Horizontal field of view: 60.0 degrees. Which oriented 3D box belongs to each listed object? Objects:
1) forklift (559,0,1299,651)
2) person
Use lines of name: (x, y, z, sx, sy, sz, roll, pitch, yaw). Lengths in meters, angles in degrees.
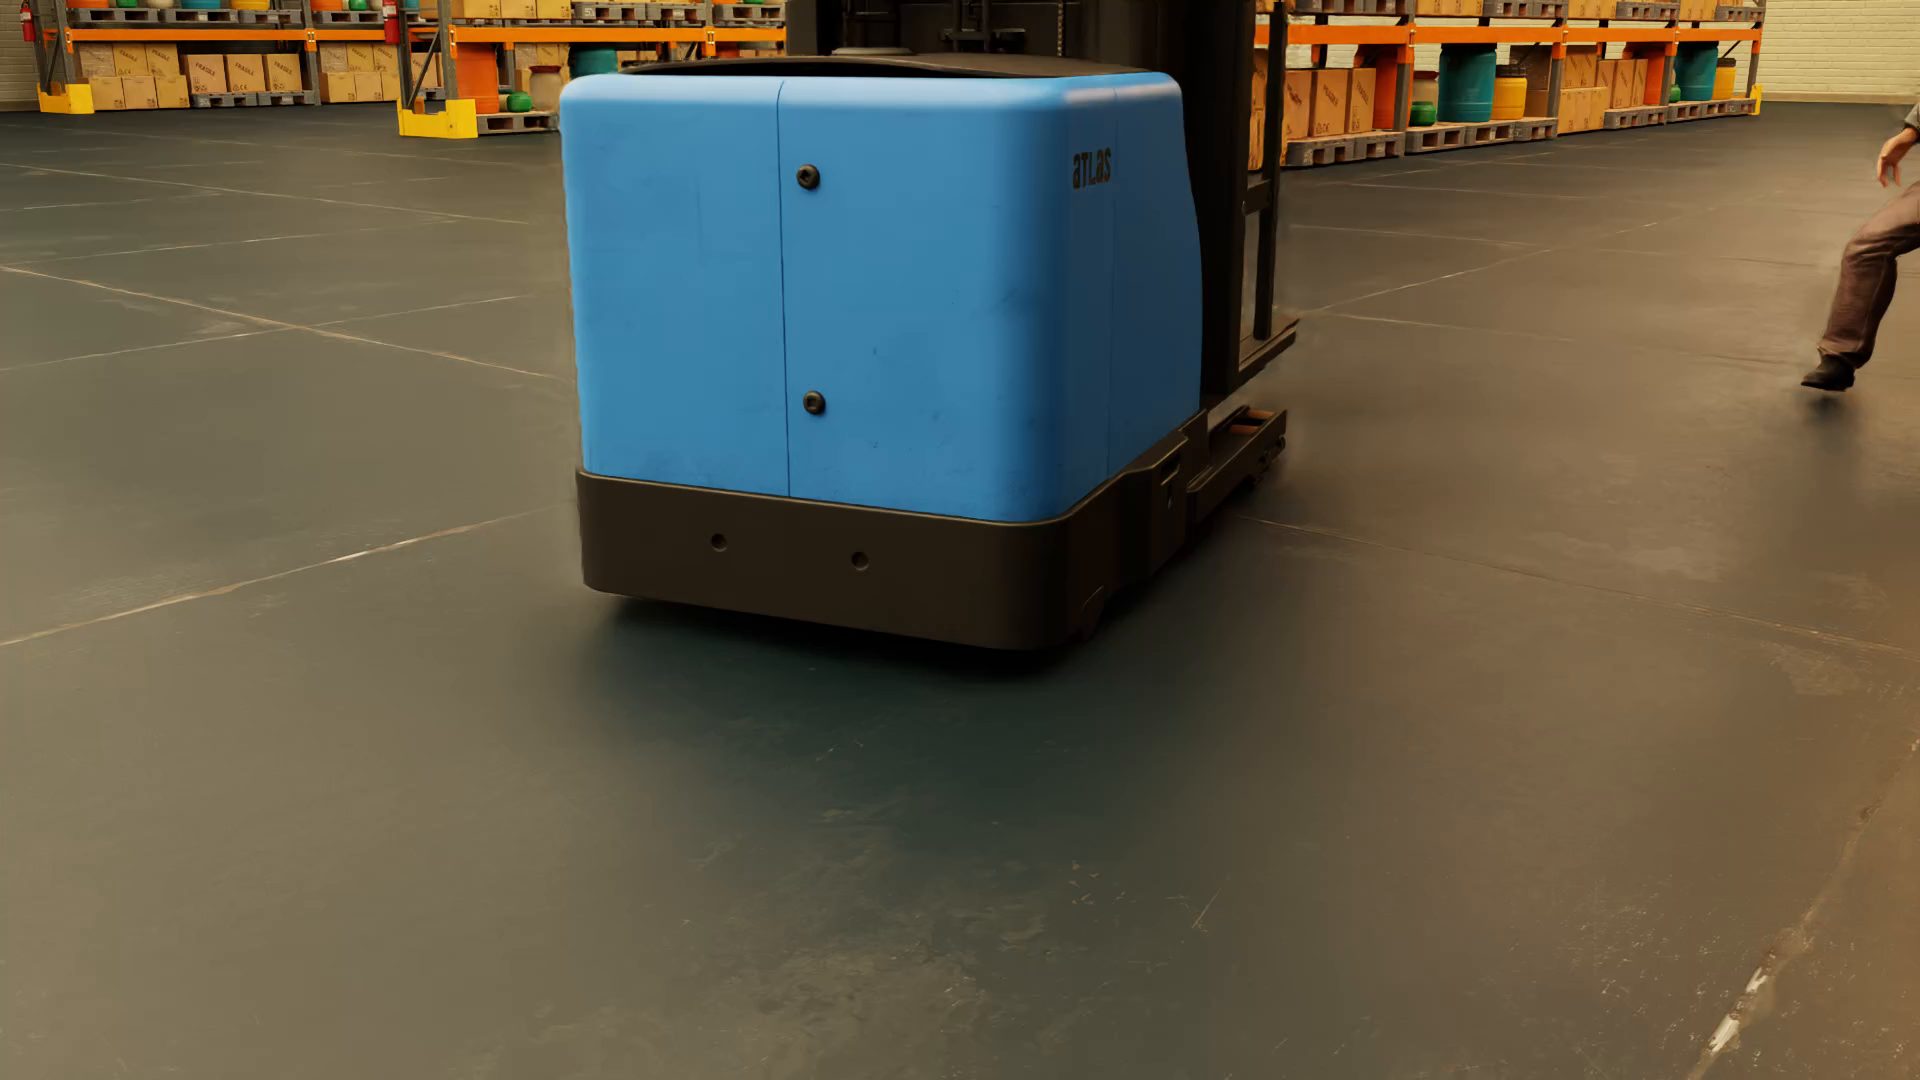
forklift: (0.259, -1.586, 4.121, 1.130, 2.935, 3.031, 7, 18, 22)
person: (3.308, -1.140, 5.093, 0.840, 1.583, 0.969, -11, 20, -33)
